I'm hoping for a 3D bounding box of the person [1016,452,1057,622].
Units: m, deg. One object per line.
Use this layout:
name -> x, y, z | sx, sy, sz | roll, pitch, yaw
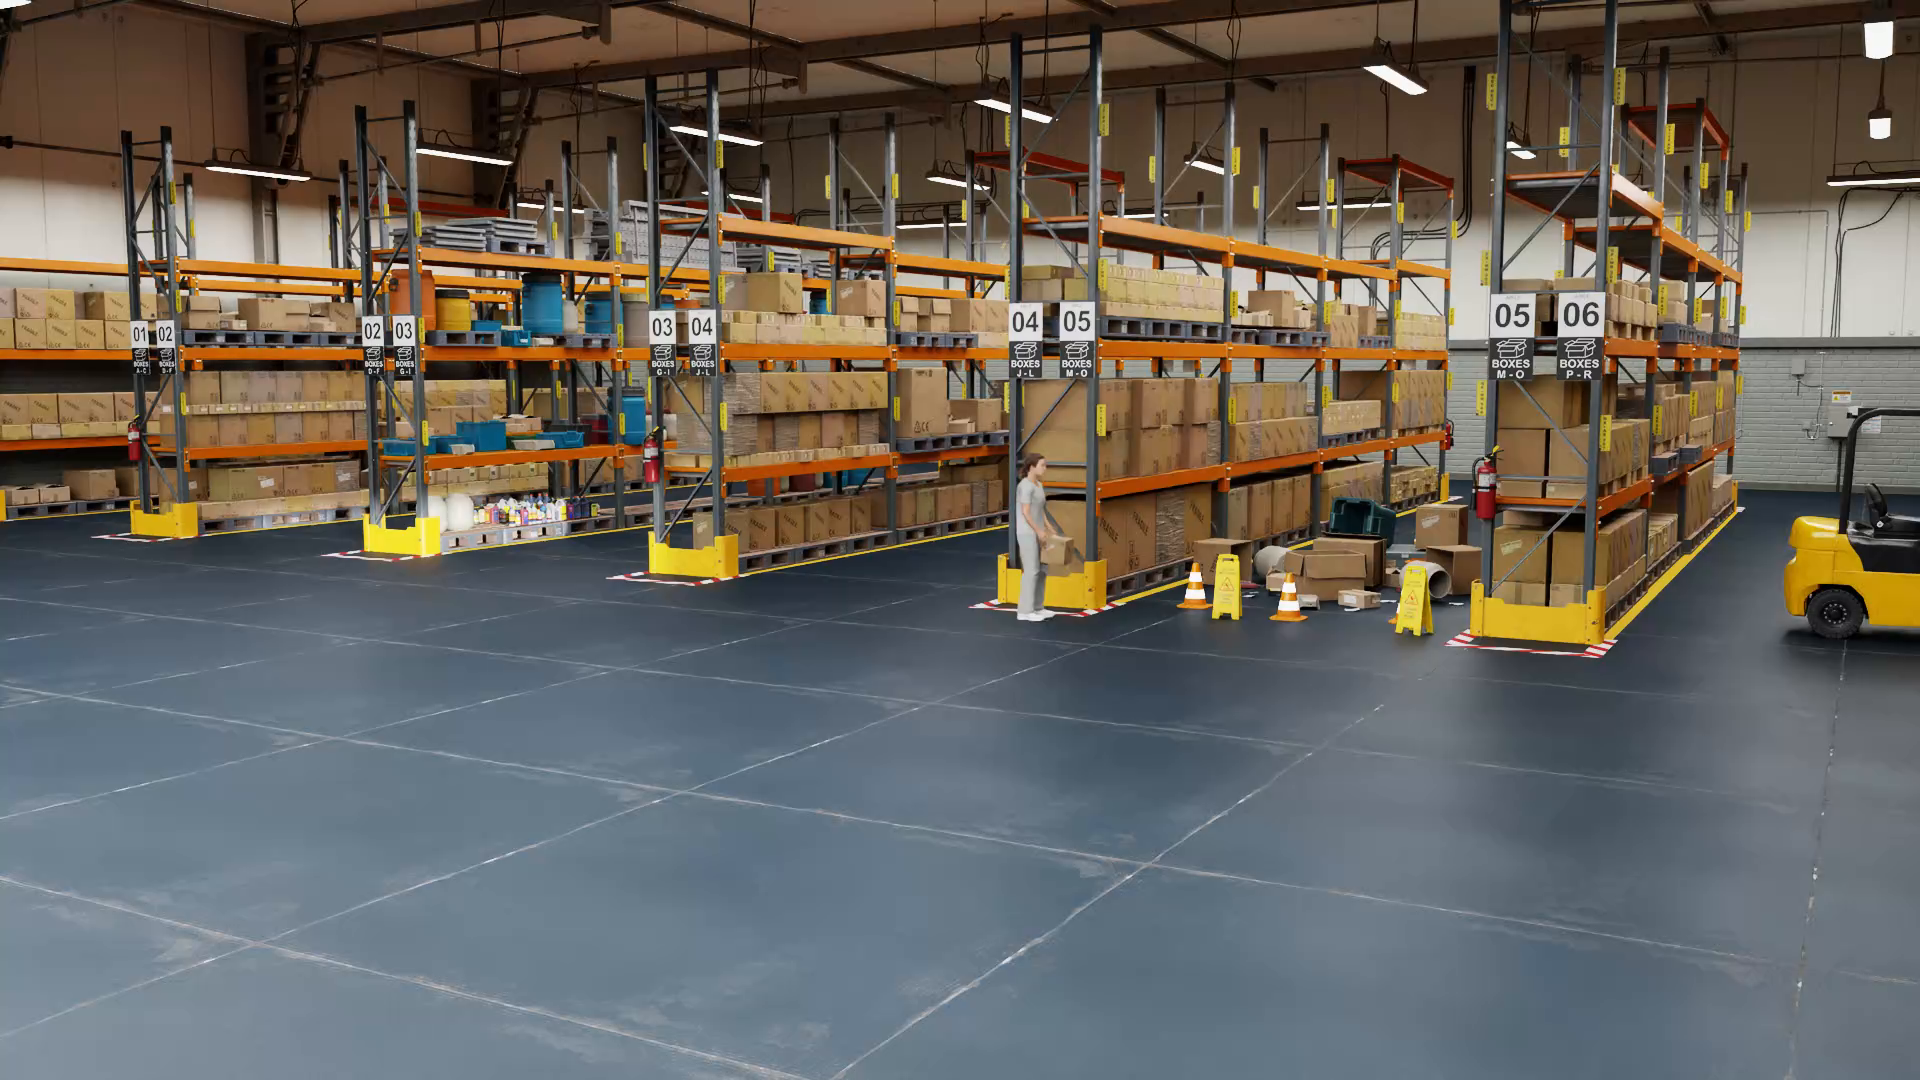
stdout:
person -> 0.753, -0.041, 16.703 | 0.378, 1.676, 0.467 | 3, 7, 23
